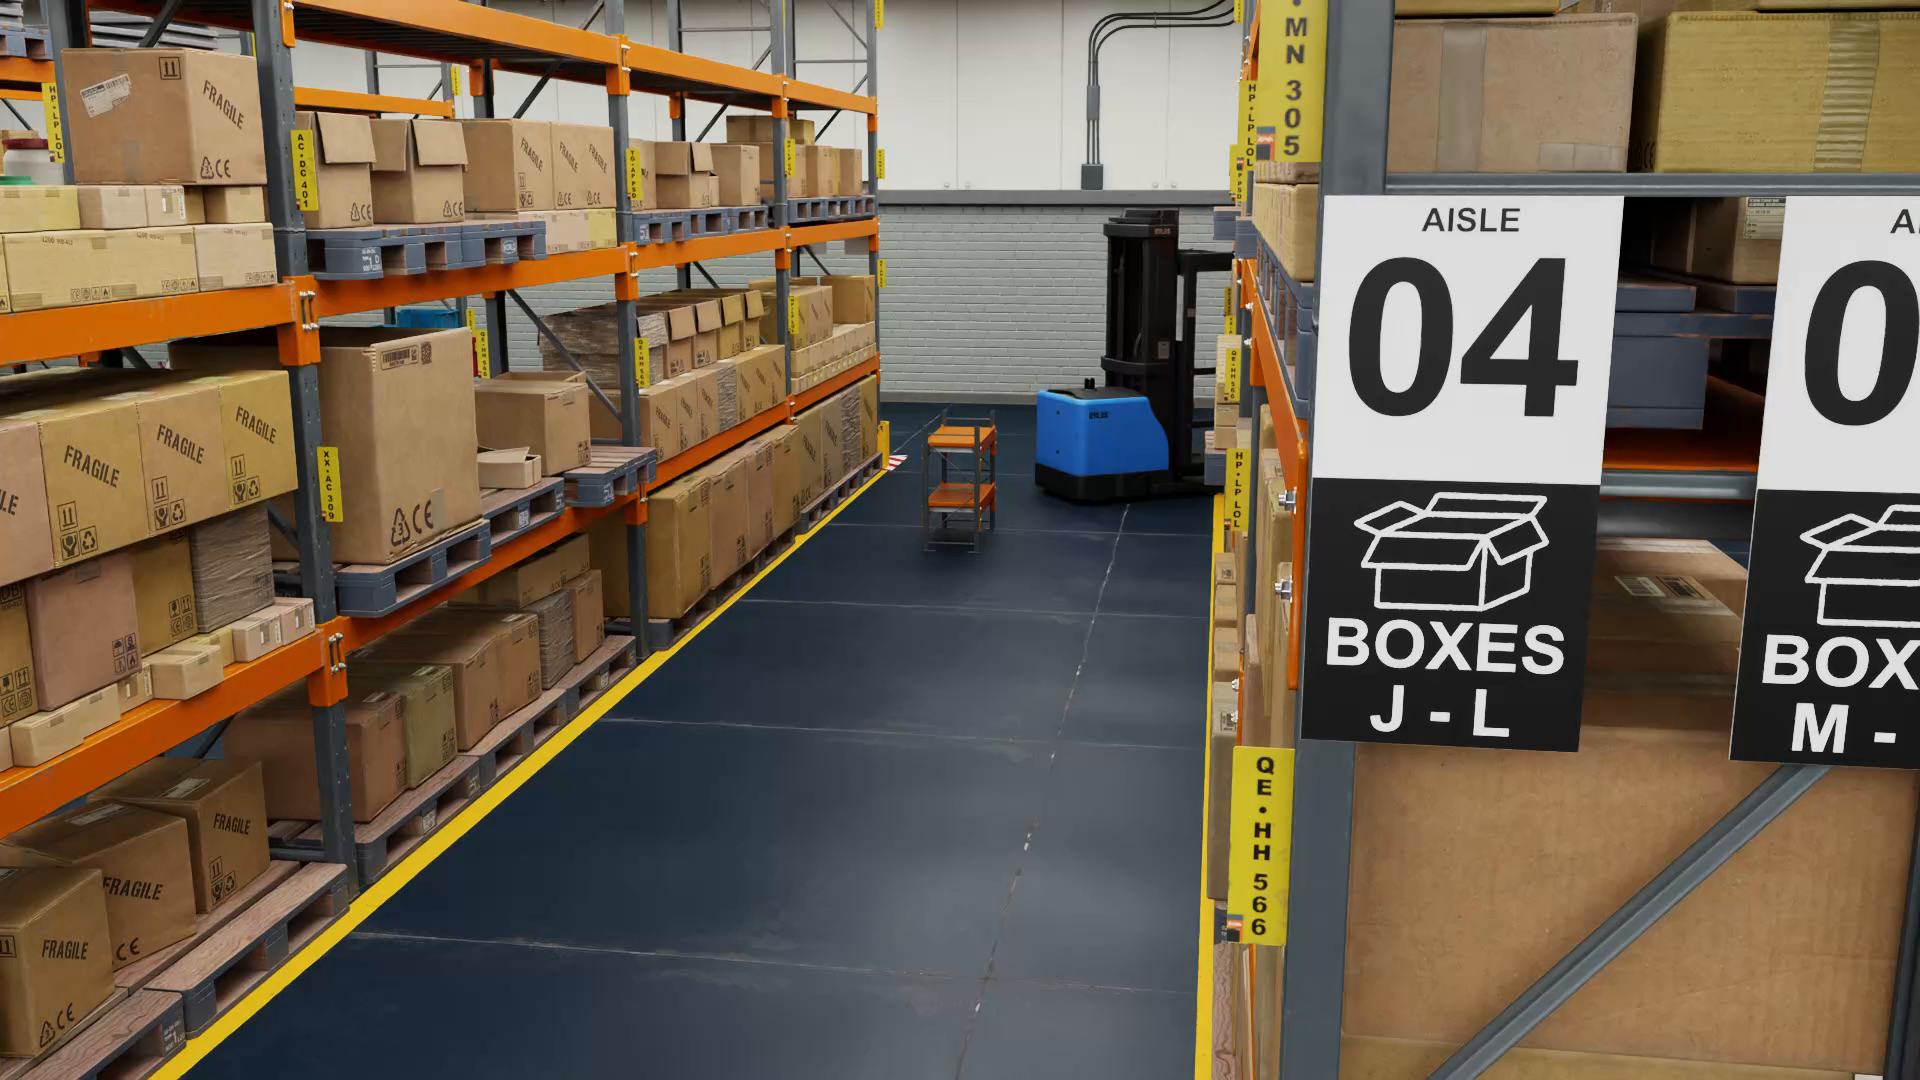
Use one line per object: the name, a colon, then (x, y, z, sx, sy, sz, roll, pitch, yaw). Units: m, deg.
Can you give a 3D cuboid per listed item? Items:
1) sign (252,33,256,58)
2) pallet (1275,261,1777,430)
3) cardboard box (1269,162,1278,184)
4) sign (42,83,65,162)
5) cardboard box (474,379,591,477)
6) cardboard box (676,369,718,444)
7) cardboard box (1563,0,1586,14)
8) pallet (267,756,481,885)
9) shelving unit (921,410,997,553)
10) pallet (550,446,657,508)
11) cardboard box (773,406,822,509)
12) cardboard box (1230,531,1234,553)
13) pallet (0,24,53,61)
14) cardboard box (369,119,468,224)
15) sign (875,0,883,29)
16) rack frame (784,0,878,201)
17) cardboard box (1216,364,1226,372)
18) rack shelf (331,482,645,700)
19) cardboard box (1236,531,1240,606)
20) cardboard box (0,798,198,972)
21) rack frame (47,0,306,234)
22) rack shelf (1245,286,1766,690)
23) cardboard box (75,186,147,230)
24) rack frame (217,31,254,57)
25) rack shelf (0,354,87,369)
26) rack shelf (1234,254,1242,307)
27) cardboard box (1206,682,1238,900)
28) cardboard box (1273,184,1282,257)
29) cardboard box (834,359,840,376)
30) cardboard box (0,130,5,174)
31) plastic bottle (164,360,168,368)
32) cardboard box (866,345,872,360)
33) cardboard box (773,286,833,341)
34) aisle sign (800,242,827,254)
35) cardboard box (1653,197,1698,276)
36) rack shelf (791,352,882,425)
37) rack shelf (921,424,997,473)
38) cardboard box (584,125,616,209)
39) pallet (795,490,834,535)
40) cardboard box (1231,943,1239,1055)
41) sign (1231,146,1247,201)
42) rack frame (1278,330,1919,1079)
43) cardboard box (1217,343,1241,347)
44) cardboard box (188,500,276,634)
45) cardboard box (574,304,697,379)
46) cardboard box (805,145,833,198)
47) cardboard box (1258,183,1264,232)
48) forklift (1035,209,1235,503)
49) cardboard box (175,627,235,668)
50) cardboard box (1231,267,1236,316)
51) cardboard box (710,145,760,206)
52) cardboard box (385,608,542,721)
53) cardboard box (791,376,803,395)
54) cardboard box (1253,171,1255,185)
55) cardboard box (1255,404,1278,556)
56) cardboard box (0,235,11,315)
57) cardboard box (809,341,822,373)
sign: (-6.385, -4.471, 15.131, 0.100, 0.325, 0.005, 2, 12, 9)
pallet: (1.110, -0.396, 3.058, 1.003, 0.211, 1.213, 2, 12, 9)
cardboard box: (0.961, -0.930, 3.743, 0.500, 0.250, 0.500, 2, 12, 8)
sign: (-3.813, -1.762, 7.022, 0.100, 0.325, 0.005, 2, 12, 9)
cardboard box: (-2.680, -0.686, 10.081, 0.700, 0.500, 0.500, 4, 13, 17)
cardboard box: (-2.153, -1.021, 12.629, 0.500, 0.500, 0.500, 2, 12, 8)
cardboard box: (1.568, -1.130, 3.721, 0.380, 0.149, 0.250, 2, 12, 8)
pallet: (-3.146, 1.368, 8.400, 1.003, 0.211, 1.213, 2, 12, 9)
shelving unit: (0.001, -0.551, 15.138, 0.538, 1.125, 1.048, 2, 12, 9)
pallet: (-2.654, -0.420, 10.533, 1.213, 0.211, 1.003, 2, 12, 9)
cardboard box: (-1.854, -0.799, 15.886, 0.875, 0.875, 0.875, 2, 12, 9)
cardboard box: (2.082, 0.016, 11.214, 0.500, 0.250, 0.500, 2, 12, 7)
pallet: (-7.402, -3.620, 12.084, 1.213, 0.211, 1.003, 2, 12, 9)
cardboard box: (-2.950, -1.846, 8.332, 0.797, 0.503, 0.637, 2, 12, 11)
sign: (-0.885, -5.738, 18.111, 0.100, 0.325, 0.005, 2, 12, 9)
rack frame: (-1.419, -5.263, 18.313, 1.000, 3.000, 0.127, 2, 12, 9)
cardboard box: (1.977, -1.136, 11.590, 0.380, 0.149, 0.250, 2, 12, 10)
rack shelf: (-2.957, 0.103, 9.361, 1.077, 0.370, 4.000, 2, 12, 9)
cardboard box: (1.515, 0.078, 7.532, 0.500, 0.500, 0.500, 2, 12, 8)
cardboard box: (-3.446, 1.385, 6.638, 0.500, 0.500, 0.500, 6, 14, 27)
rack frame: (-3.265, -2.765, 6.722, 1.000, 3.000, 0.127, 2, 12, 9)
rack shelf: (1.313, -0.349, 4.338, 1.077, 0.370, 4.000, 2, 12, 9)
cardboard box: (-3.130, -1.178, 5.884, 0.380, 0.149, 0.250, 1, 12, 7)
rack frame: (-6.928, -4.591, 15.194, 1.000, 3.000, 0.127, 2, 12, 9)
rack shelf: (-11.514, -1.884, 18.582, 1.077, 0.370, 4.000, 2, 12, 9)
rack shelf: (2.544, -2.015, 12.066, 1.077, 0.370, 4.000, 2, 12, 9)
cardboard box: (1.627, 1.111, 7.316, 1.050, 0.750, 0.750, 2, 12, 8)
cardboard box: (0.840, -0.655, 3.410, 0.380, 0.149, 0.250, 2, 12, 9)
cardboard box: (-1.422, -1.751, 16.849, 0.380, 0.149, 0.250, 2, 12, 7)
cardboard box: (-11.430, -4.448, 19.037, 0.700, 0.500, 0.500, 2, 12, 9)
plastic bottle: (-7.406, -1.539, 15.548, 0.061, 0.283, 0.133, 2, 12, 9)
cardboard box: (-1.187, -2.069, 18.327, 0.380, 0.149, 0.250, 2, 12, 9)
cardboard box: (-1.549, -2.239, 16.389, 0.500, 0.500, 0.500, 1, 12, 7)
aisle sign: (-1.704, -3.626, 18.786, 0.394, 0.787, 0.004, 2, 12, 9)
cardboard box: (1.414, -0.530, 2.832, 0.380, 0.149, 0.250, 2, 12, 9)
rack shelf: (-1.727, -1.563, 17.089, 1.077, 0.370, 4.000, 2, 12, 9)
rack shelf: (0.001, -0.837, 15.076, 0.538, 0.278, 1.000, 2, 12, 9)
cardboard box: (-2.476, -2.318, 10.340, 0.500, 0.500, 0.500, 2, 12, 10)
pallet: (-1.840, -0.291, 16.098, 1.003, 0.211, 1.213, 2, 12, 9)
cardboard box: (1.455, 1.311, 6.093, 0.875, 0.875, 0.875, 2, 12, 10)
sign: (1.700, -2.221, 10.087, 0.100, 0.325, 0.005, 2, 12, 9)
rack frame: (1.006, 1.182, 2.647, 1.000, 3.000, 0.127, 2, 12, 9)
cardboard box: (2.217, -1.459, 13.088, 0.380, 0.149, 0.250, 2, 12, 8)
cardboard box: (-3.395, 0.065, 6.887, 0.875, 0.500, 0.500, 2, 12, 9)
cardboard box: (-2.418, -1.492, 12.434, 0.797, 0.503, 0.637, 2, 12, 10)
cardboard box: (-1.665, -3.648, 16.467, 0.700, 0.500, 0.500, 2, 12, 11)
cardboard box: (1.074, -0.972, 4.882, 0.380, 0.149, 0.250, 2, 12, 8)
forklift: (2.358, -1.995, 17.551, 3.031, 2.935, 1.130, -5, 13, -23)
cardboard box: (-3.153, 0.446, 6.656, 0.380, 0.149, 0.250, 2, 12, 9)
cardboard box: (2.731, -2.214, 15.086, 0.500, 0.500, 0.500, 1, 12, 7)
cardboard box: (-2.113, -3.097, 14.149, 0.700, 0.500, 0.500, 2, 12, 10)
cardboard box: (-2.886, 0.716, 9.698, 0.700, 0.500, 0.500, 3, 13, 13)
cardboard box: (-1.660, -1.426, 15.343, 0.380, 0.149, 0.250, 2, 12, 9)
cardboard box: (1.907, -2.017, 9.347, 0.500, 0.311, 0.500, 2, 12, 9)
cardboard box: (1.530, -0.176, 6.030, 0.875, 0.550, 0.550, 2, 12, 9)
cardboard box: (-3.322, -0.804, 5.097, 0.500, 0.250, 0.500, 2, 12, 10)
cardboard box: (-1.622, -1.763, 15.960, 0.500, 0.250, 0.500, 2, 12, 8)
